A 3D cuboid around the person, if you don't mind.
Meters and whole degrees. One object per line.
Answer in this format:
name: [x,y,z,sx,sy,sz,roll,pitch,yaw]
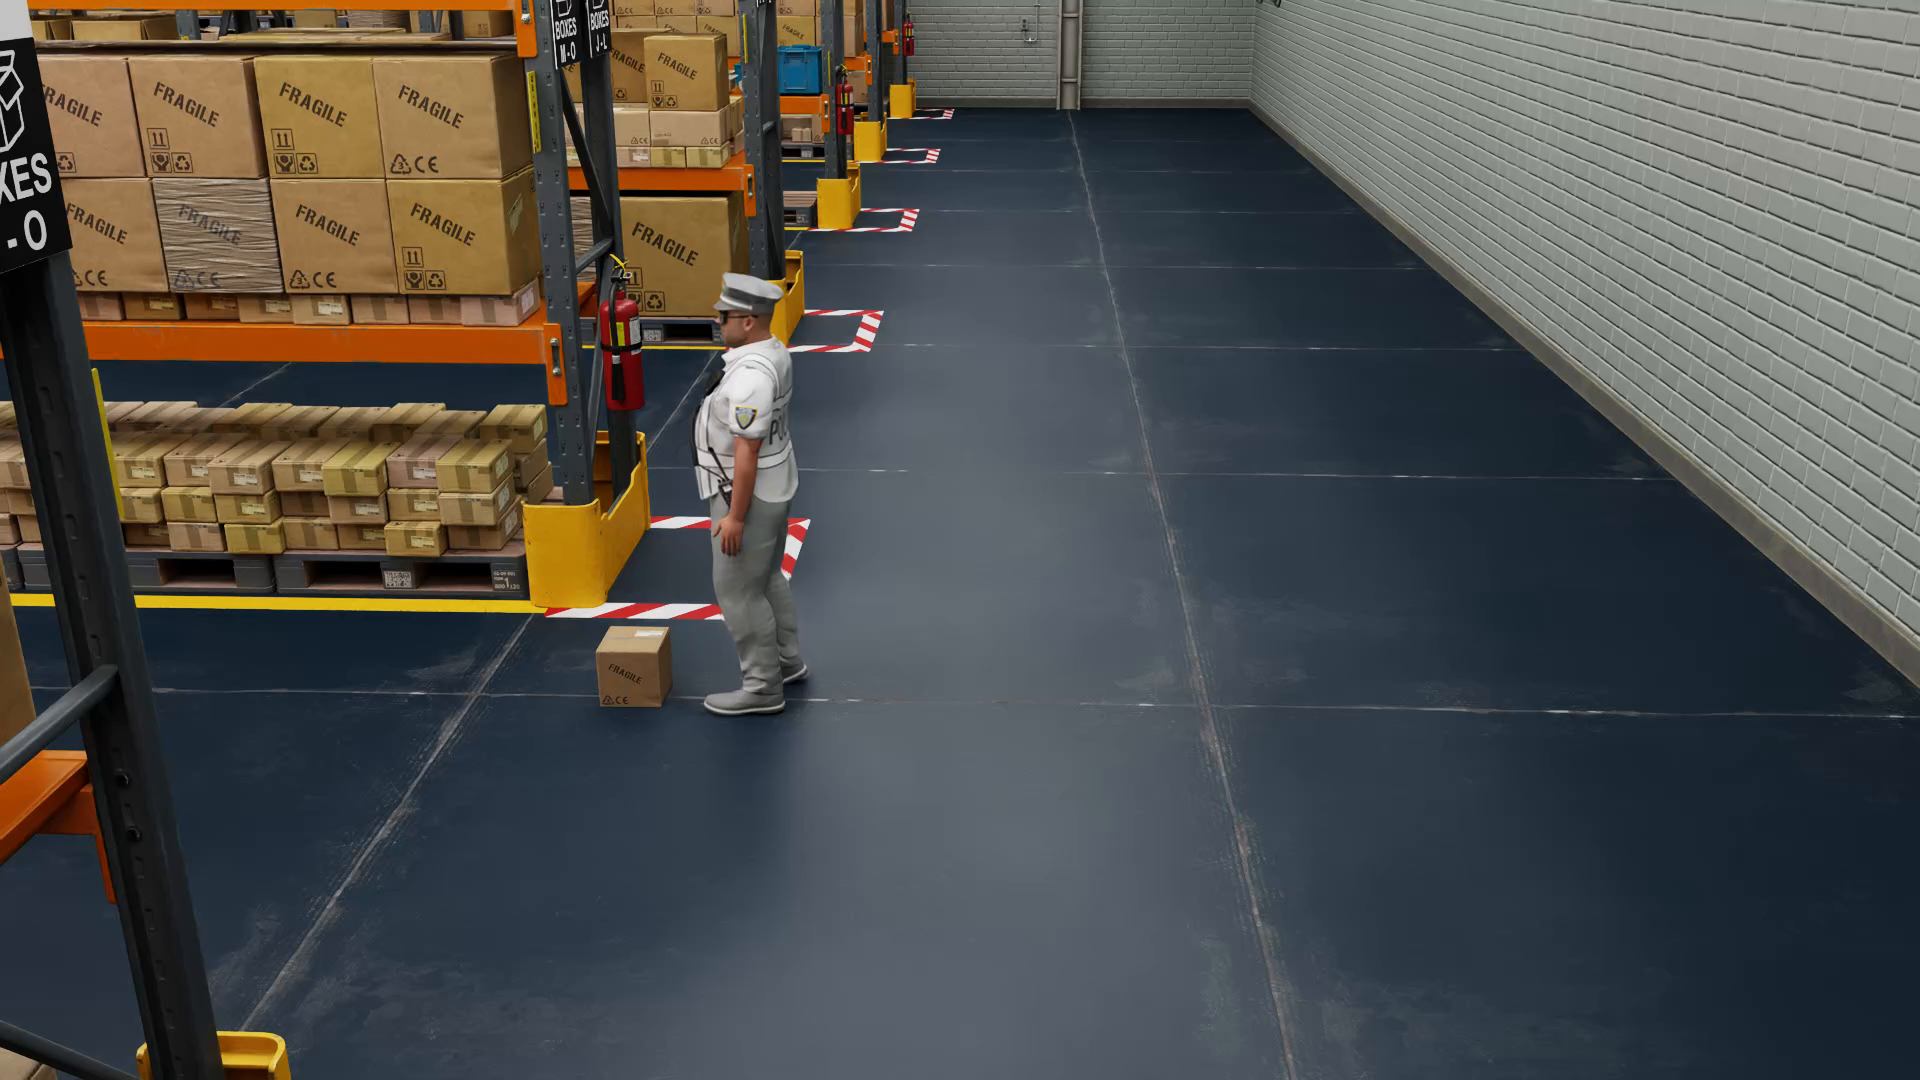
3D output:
person: [-0.835,-0.149,6.527,0.390,1.815,0.530,1,21,3]
